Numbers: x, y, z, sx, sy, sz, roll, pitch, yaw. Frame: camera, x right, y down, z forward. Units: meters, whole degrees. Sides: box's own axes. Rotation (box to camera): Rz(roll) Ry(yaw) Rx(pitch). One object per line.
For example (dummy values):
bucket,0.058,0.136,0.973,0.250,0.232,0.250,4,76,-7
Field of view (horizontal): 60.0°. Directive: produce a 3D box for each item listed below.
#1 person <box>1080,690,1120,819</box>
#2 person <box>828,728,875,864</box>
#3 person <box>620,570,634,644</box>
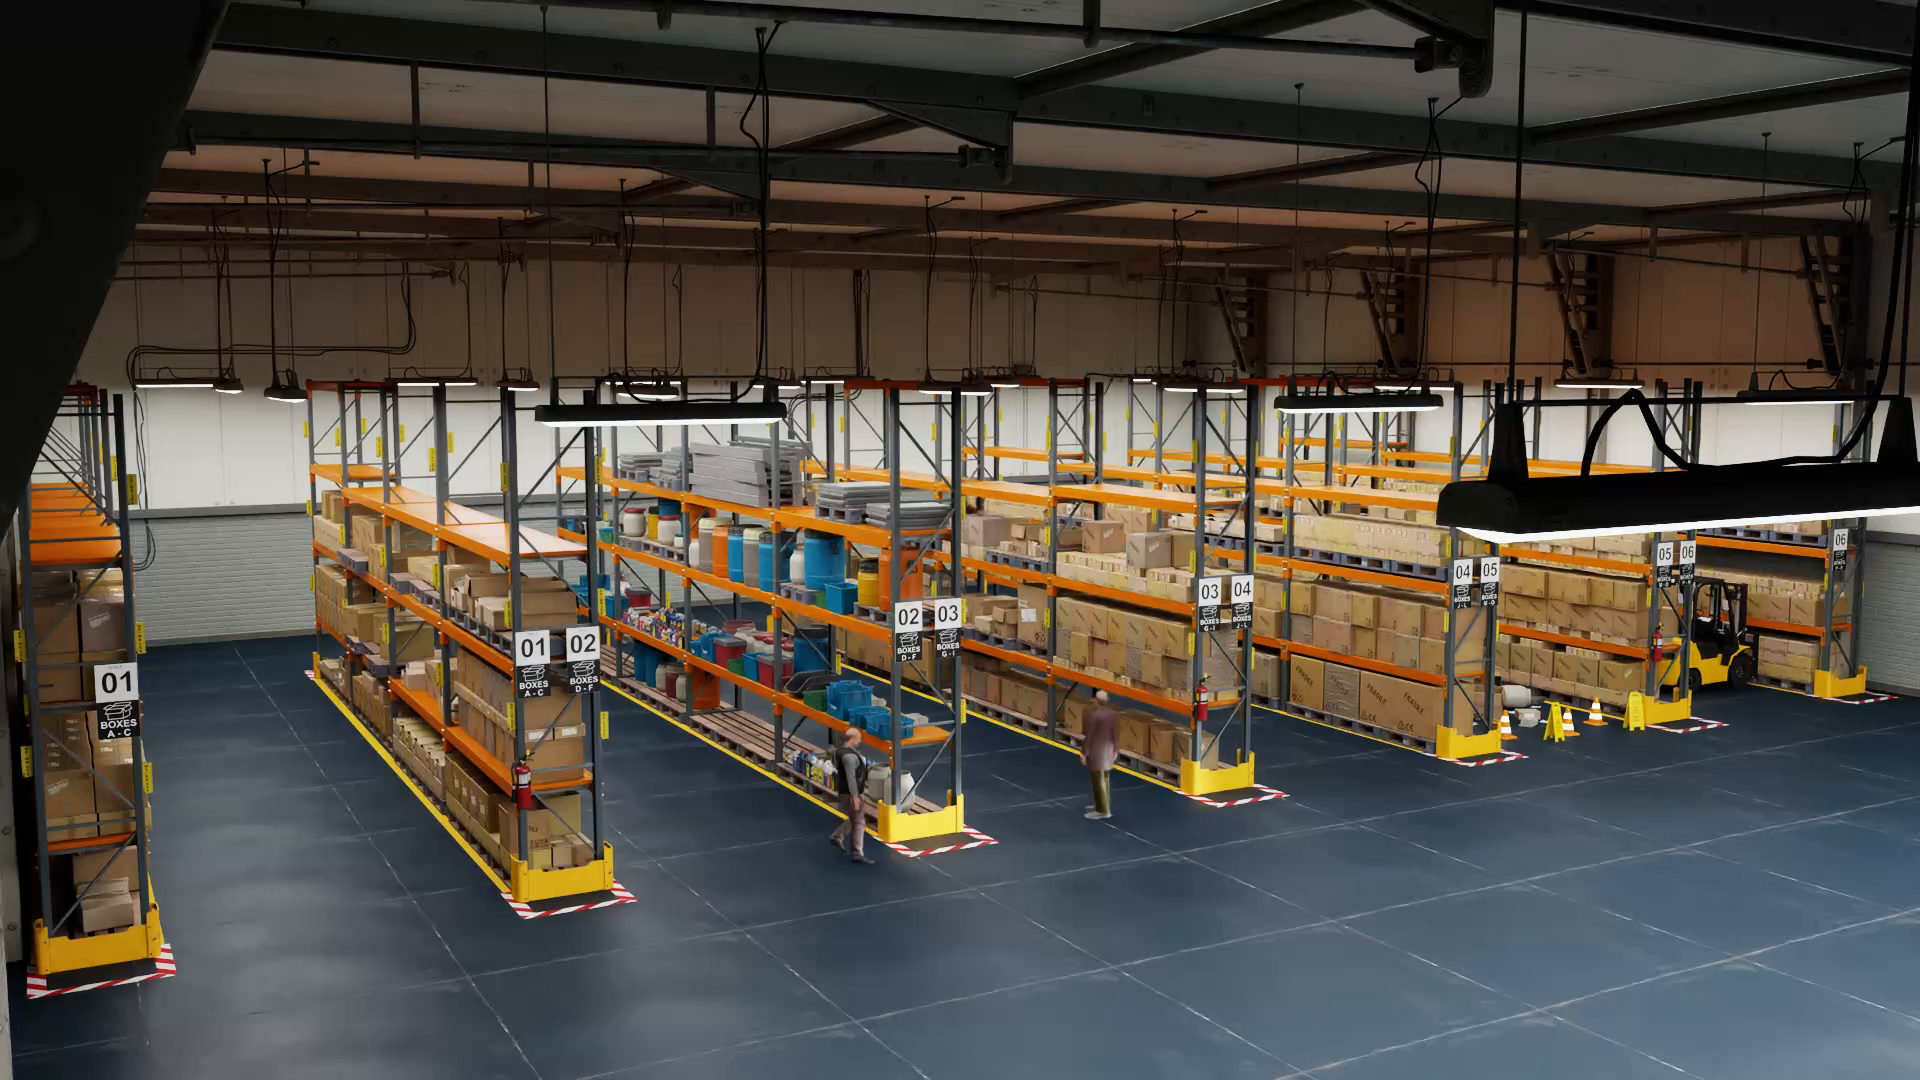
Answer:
person,1.899,2.975,23.222,0.617,1.795,0.583,-5,8,-42
person,-1.385,3.246,21.160,0.535,1.732,0.621,-2,6,-14
person,-7.515,1.515,37.494,0.517,1.705,0.545,-1,6,-11
